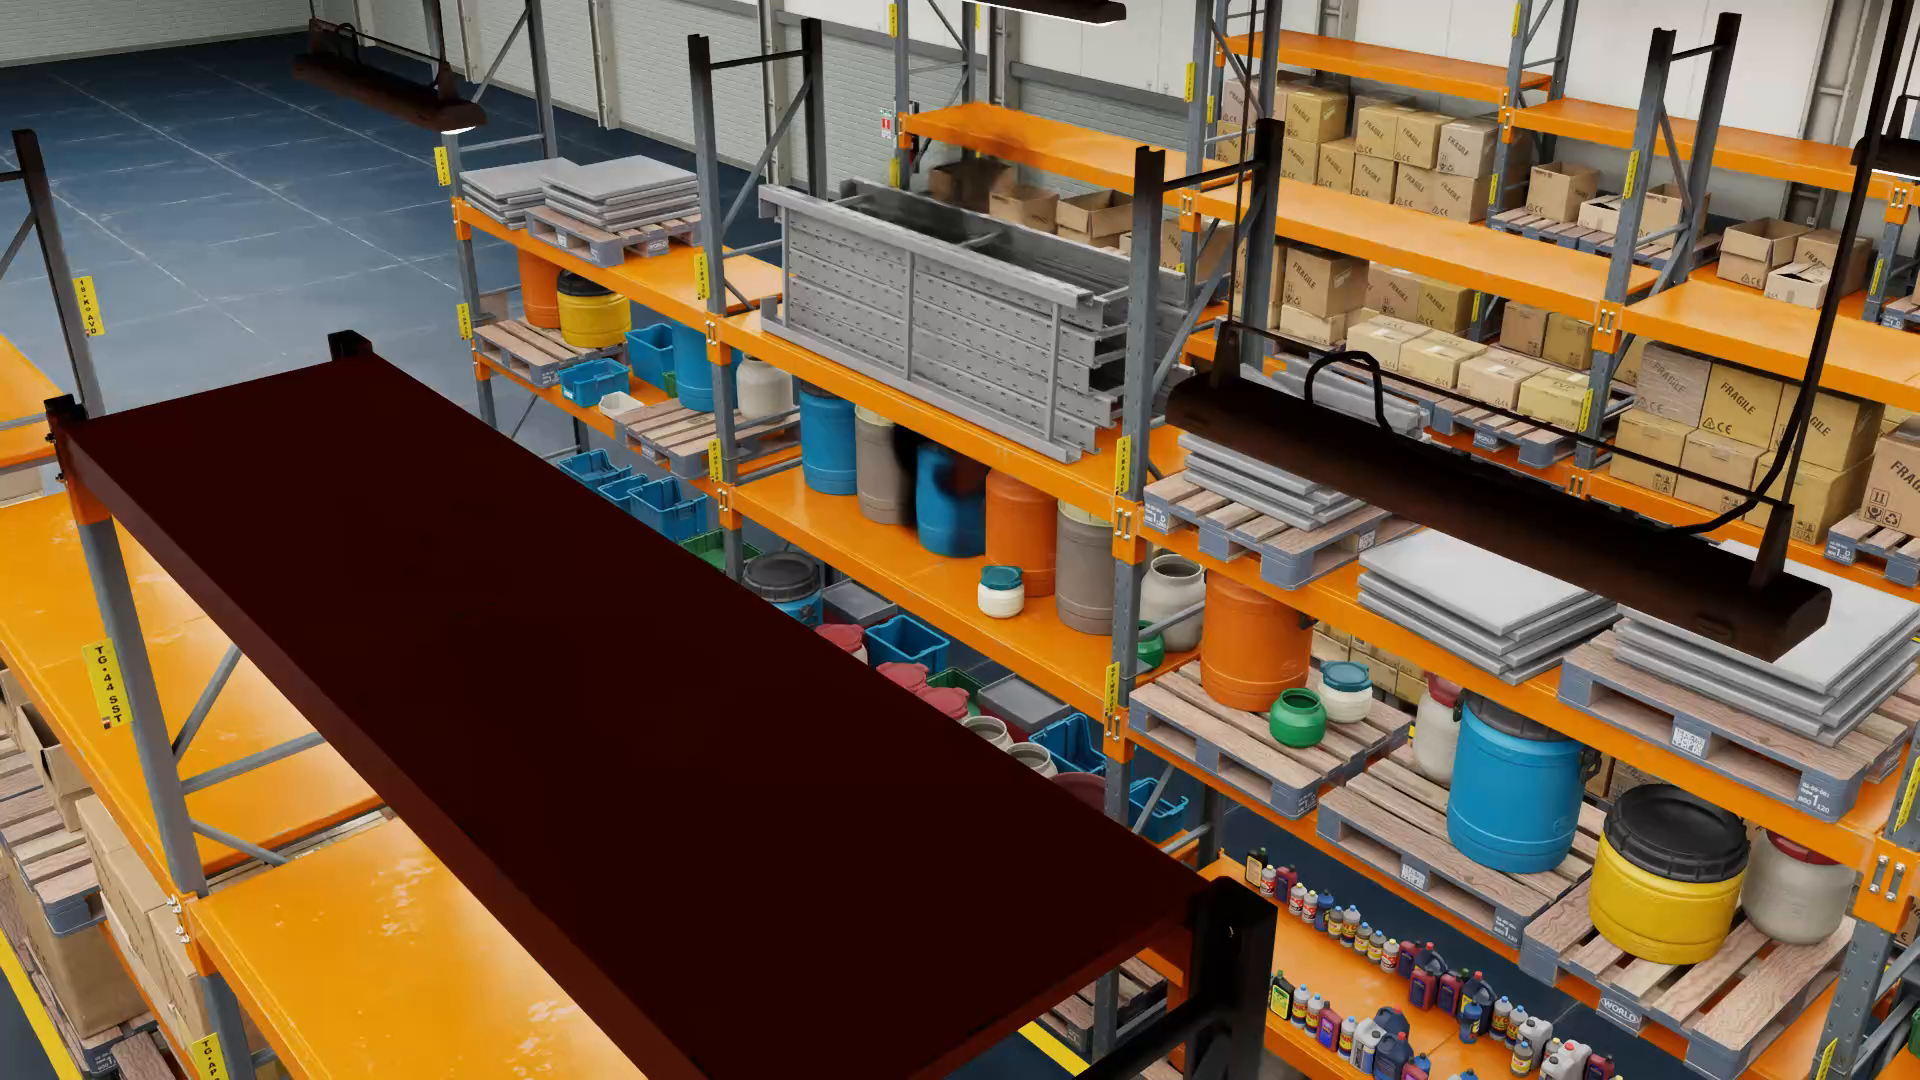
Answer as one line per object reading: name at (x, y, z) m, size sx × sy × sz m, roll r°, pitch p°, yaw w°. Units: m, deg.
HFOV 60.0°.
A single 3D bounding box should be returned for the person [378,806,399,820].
person at (-3.673, 1.982, 11.251) m, size 0.582 × 1.641 × 0.527 m, roll -19°, pitch 32°, yaw -32°
